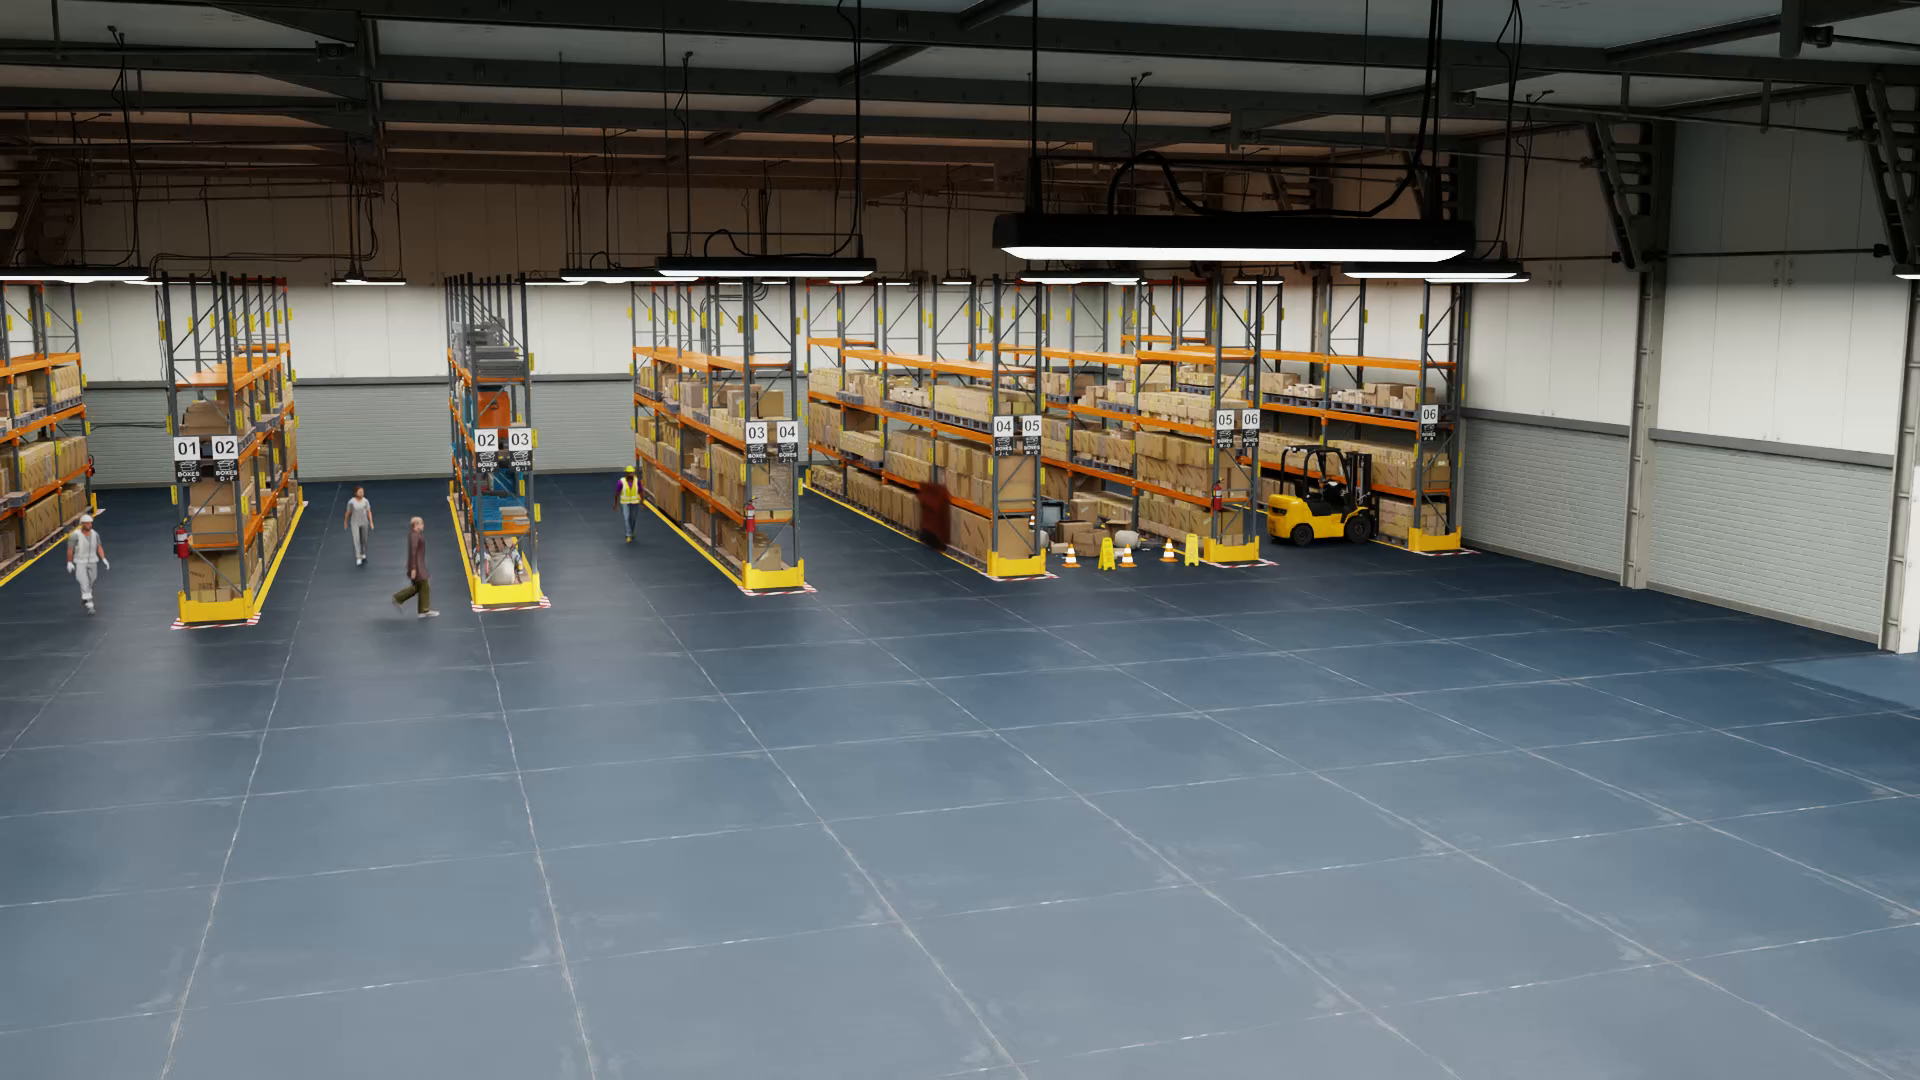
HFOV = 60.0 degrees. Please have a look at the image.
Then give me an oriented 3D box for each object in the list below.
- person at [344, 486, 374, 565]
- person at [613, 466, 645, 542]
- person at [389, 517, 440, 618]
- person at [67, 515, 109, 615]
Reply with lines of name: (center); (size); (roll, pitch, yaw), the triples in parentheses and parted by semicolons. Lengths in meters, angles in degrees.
person: (-12.595, -0.337, 34.823); (0.556, 1.606, 1.072); (-4, 10, -27)
person: (-7.524, -0.834, 37.838); (0.688, 1.706, 1.085); (-3, 9, -18)
person: (-9.554, 0.476, 29.003); (0.834, 1.758, 0.572); (-3, 9, -18)
person: (-15.490, 0.400, 29.510); (1.093, 1.716, 0.636); (9, 12, 44)
